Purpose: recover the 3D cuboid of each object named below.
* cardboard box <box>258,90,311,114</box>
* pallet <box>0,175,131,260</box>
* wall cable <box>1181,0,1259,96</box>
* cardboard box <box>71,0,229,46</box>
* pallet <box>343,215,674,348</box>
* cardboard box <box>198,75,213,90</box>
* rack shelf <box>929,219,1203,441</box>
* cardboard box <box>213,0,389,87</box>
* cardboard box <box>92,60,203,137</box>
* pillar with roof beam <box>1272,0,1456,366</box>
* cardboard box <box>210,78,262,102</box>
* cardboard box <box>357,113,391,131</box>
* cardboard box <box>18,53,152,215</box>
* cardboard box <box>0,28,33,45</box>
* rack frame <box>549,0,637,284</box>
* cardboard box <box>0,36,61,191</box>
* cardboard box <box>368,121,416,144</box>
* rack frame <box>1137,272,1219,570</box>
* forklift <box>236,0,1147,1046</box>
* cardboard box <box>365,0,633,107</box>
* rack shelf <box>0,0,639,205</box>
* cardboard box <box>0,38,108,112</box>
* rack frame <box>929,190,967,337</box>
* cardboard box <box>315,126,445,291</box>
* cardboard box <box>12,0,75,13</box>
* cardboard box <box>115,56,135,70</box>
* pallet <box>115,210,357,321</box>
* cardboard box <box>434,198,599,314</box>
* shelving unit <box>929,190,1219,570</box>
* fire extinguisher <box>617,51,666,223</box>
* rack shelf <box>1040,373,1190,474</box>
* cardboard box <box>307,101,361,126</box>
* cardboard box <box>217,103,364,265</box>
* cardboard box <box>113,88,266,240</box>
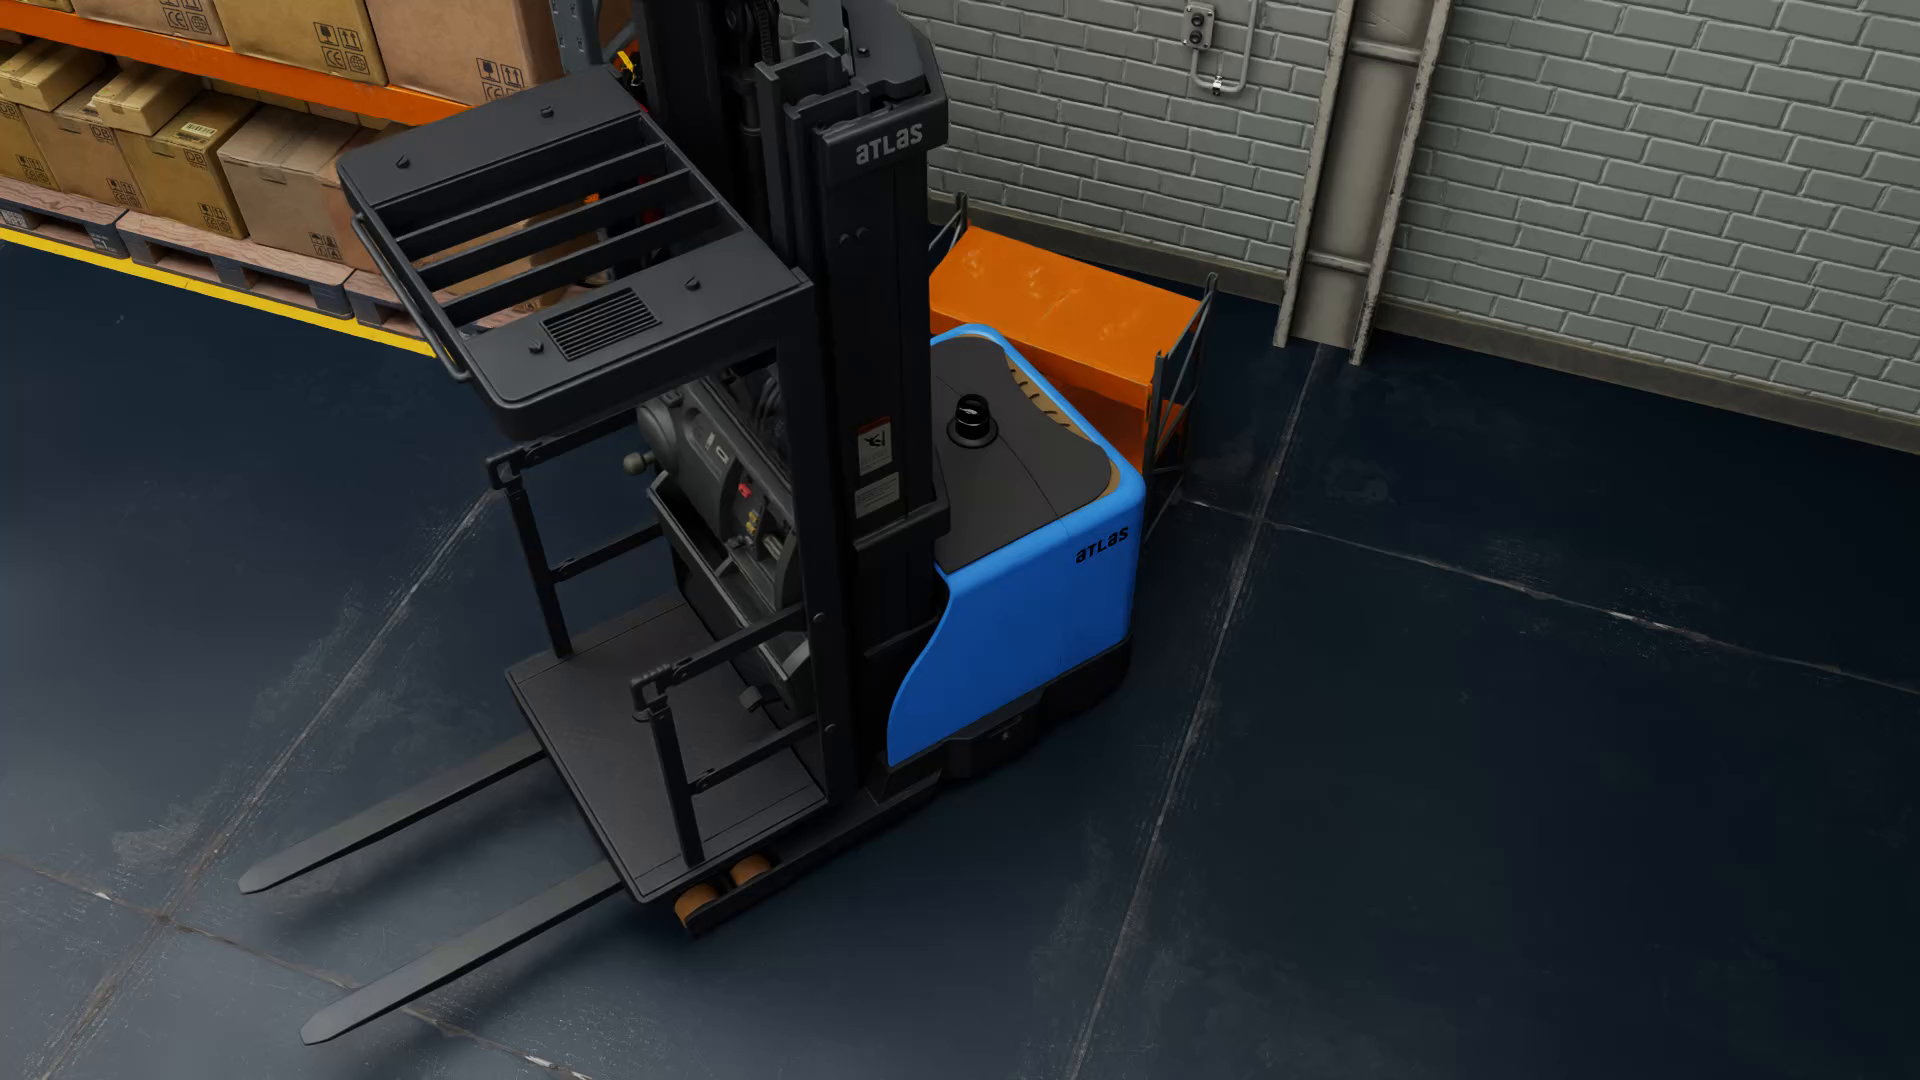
[{"bbox_3d":[-2.905,-2.081,7.382,0.250,0.149,0.380,16,51,13],"label":"cardboard box"},{"bbox_3d":[-4.276,-1.877,8.104,1.213,0.211,1.003,16,51,13],"label":"pallet"},{"bbox_3d":[0.319,-2.666,6.270,1.851,1.984,0.084,16,51,13],"label":"wall cable"},{"bbox_3d":[-3.090,-2.611,6.696,0.700,0.700,0.980,13,50,11],"label":"cardboard box"},{"bbox_3d":[-1.987,-1.238,7.550,1.213,0.211,1.003,16,51,13],"label":"pallet"},{"bbox_3d":[-3.384,-2.215,7.498,0.250,0.149,0.380,16,51,14],"label":"cardboard box"},{"bbox_3d":[0.347,-0.793,6.172,1.000,0.278,0.538,22,53,18],"label":"rack shelf"},{"bbox_3d":[-2.378,-2.405,6.518,0.700,0.700,0.980,15,51,13],"label":"cardboard box"},{"bbox_3d":[-3.548,-1.952,7.271,0.250,0.149,0.380,14,51,12],"label":"cardboard box"},{"bbox_3d":[0.131,-0.817,1.370,0.400,9.000,9.100,16,51,13],"label":"pillar with roof beam"},{"bbox_3d":[-3.142,-2.148,7.440,0.250,0.149,0.380,15,51,12],"label":"cardboard box"},{"bbox_3d":[-2.425,-1.948,7.267,0.250,0.149,0.380,16,51,13],"label":"cardboard box"},{"bbox_3d":[-3.826,-1.962,7.708,0.500,0.500,0.700,15,51,13],"label":"cardboard box"},{"bbox_3d":[-4.363,-2.487,7.734,0.250,0.149,0.380,15,51,13],"label":"cardboard box"},{"bbox_3d":[-1.210,-1.998,6.363,0.127,3.000,1.000,16,51,13],"label":"rack frame"},{"bbox_3d":[-4.296,-2.096,7.824,0.500,0.500,0.700,16,51,14],"label":"cardboard box"},{"bbox_3d":[-2.325,-1.612,6.976,0.250,0.149,0.380,17,51,14],"label":"cardboard box"},{"bbox_3d":[0.797,-0.422,6.238,0.032,1.125,0.500,22,53,18],"label":"rack frame"},{"bbox_3d":[-0.891,-0.132,4.791,3.031,2.935,1.130,-26,54,-21],"label":"forklift"},{"bbox_3d":[-1.692,-2.222,6.359,0.700,0.700,0.980,18,51,15],"label":"cardboard box"},{"bbox_3d":[-3.086,-2.286,7.089,4.000,0.370,1.077,16,51,13],"label":"rack shelf"},{"bbox_3d":[-4.038,-2.089,7.389,0.250,0.149,0.380,17,51,14],"label":"cardboard box"},{"bbox_3d":[-0.102,-0.781,6.549,0.032,1.125,0.500,22,53,18],"label":"rack frame"},{"bbox_3d":[-2.371,-1.560,7.360,0.500,0.500,0.700,15,51,13],"label":"cardboard box"},{"bbox_3d":[-3.776,-2.795,6.855,0.700,0.700,0.980,14,51,12],"label":"cardboard box"},{"bbox_3d":[-3.621,-2.282,7.556,0.250,0.149,0.380,14,51,12],"label":"cardboard box"},{"bbox_3d":[-3.128,-1.559,7.828,1.213,0.211,1.003,16,51,13],"label":"pallet"},{"bbox_3d":[-1.901,-1.429,7.246,0.500,0.500,0.700,16,51,13],"label":"cardboard box"},{"bbox_3d":[0.347,-0.601,6.393,1.048,1.125,0.538,22,53,18],"label":"shelving unit"},{"bbox_3d":[-1.228,-1.484,6.215,0.183,0.674,0.296,16,51,13],"label":"fire extinguisher"},{"bbox_3d":[0.347,-0.441,6.578,1.000,0.278,0.538,22,53,18],"label":"rack shelf"},{"bbox_3d":[-2.664,-2.015,7.325,0.250,0.149,0.380,16,51,14],"label":"cardboard box"},{"bbox_3d":[-2.843,-1.691,7.474,0.500,0.500,0.700,14,51,12],"label":"cardboard box"},{"bbox_3d":[-3.345,-1.826,7.590,0.500,0.500,0.700,17,51,14],"label":"cardboard box"}]
